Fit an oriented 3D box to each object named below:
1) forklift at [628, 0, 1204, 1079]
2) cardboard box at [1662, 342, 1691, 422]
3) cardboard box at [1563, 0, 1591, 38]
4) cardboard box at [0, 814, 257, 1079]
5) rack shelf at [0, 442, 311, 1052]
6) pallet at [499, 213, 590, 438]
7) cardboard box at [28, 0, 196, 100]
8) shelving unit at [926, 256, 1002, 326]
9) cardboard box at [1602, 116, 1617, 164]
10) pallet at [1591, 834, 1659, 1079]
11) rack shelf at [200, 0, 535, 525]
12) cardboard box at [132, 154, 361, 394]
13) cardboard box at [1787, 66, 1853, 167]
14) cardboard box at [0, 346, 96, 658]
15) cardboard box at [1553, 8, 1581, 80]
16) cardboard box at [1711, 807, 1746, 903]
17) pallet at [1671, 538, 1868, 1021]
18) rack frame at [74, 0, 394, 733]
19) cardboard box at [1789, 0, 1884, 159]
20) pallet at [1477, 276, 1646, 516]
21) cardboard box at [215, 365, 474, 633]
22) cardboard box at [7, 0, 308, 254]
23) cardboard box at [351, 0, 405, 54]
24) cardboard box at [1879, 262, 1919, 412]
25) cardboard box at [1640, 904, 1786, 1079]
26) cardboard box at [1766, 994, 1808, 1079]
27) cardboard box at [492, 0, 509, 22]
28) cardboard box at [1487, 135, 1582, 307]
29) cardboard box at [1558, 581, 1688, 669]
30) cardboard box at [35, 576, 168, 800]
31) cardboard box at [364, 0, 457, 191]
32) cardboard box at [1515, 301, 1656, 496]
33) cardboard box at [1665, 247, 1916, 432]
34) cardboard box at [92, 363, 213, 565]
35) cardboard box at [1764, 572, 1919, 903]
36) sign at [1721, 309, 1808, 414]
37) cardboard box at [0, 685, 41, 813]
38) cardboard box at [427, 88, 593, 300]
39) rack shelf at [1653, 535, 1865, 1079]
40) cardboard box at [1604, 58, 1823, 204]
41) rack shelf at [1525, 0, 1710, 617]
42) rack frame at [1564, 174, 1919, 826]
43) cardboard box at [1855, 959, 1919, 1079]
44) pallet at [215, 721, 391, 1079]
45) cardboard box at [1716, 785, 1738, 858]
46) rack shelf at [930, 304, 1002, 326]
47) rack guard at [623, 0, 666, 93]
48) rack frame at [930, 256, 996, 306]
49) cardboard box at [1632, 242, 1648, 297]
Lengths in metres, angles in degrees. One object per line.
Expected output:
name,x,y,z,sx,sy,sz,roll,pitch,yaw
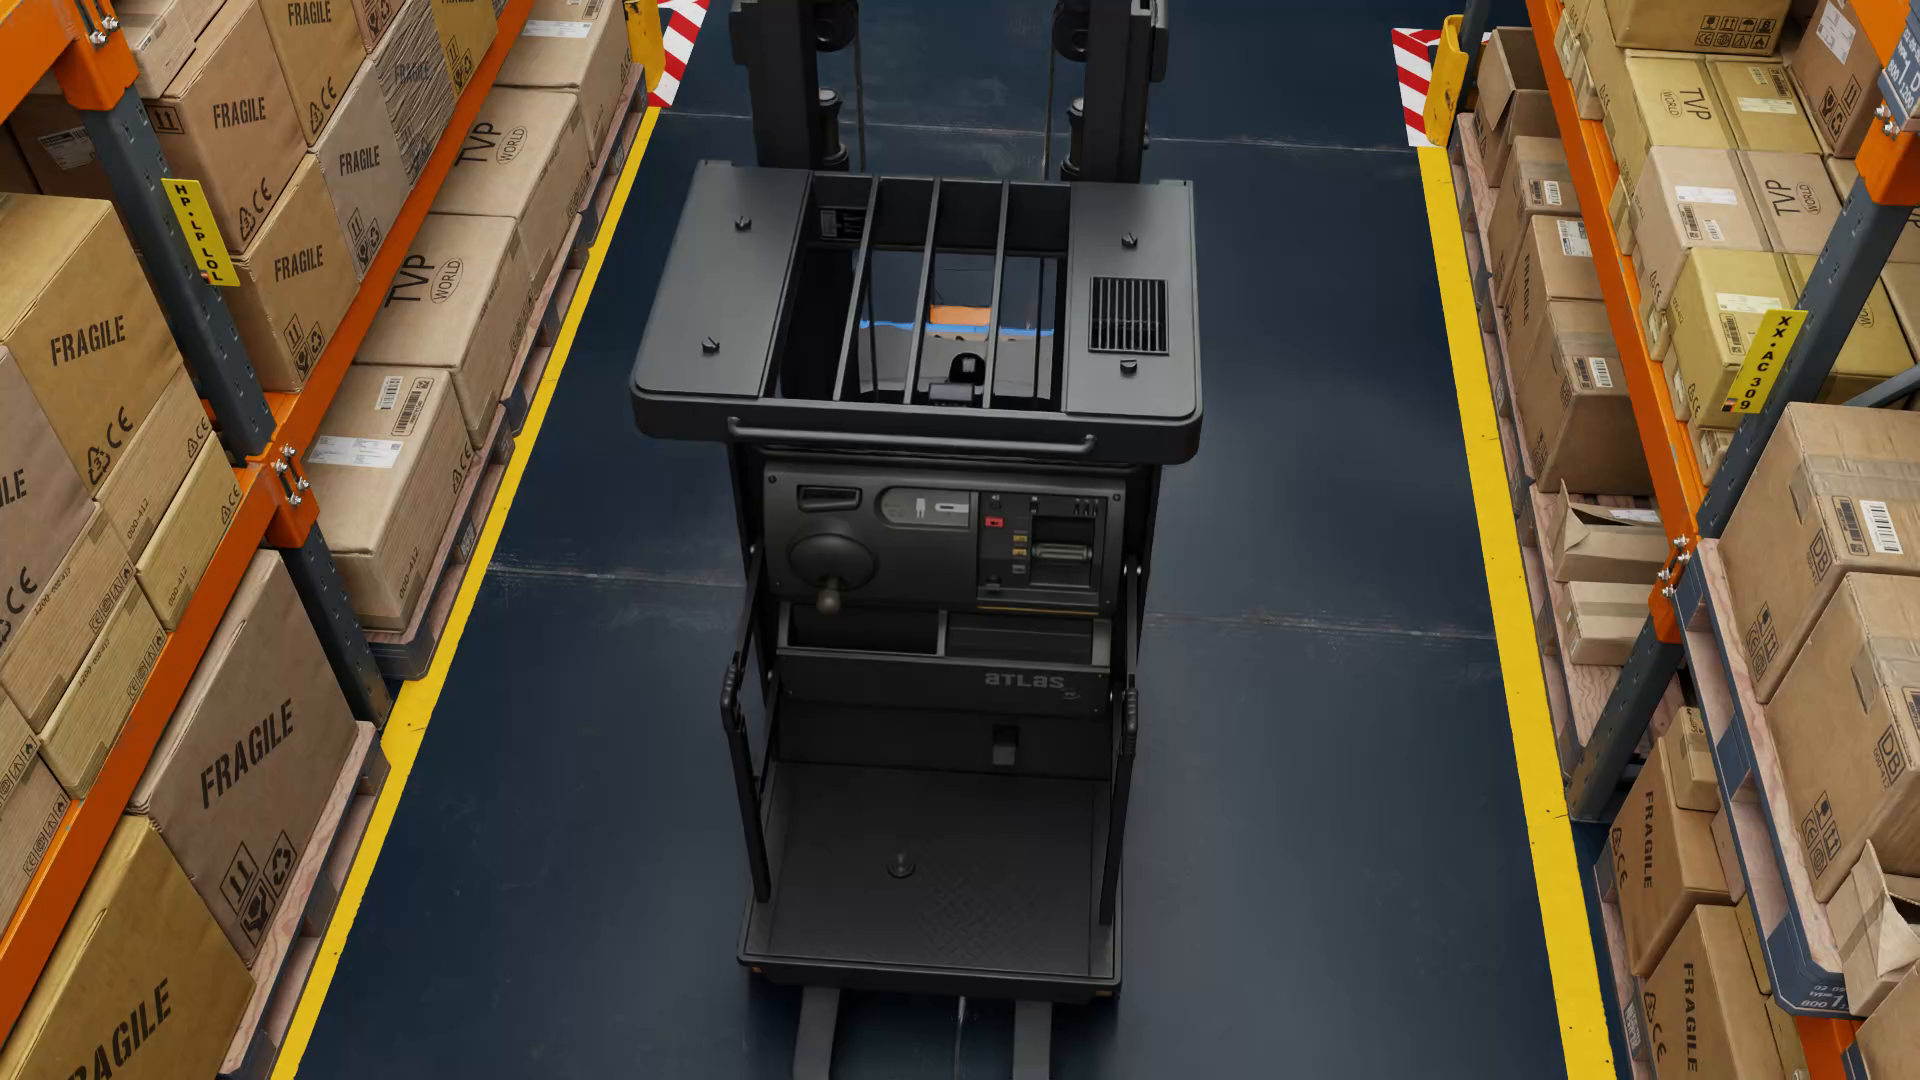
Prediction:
forklift,-0.057,0.113,4.160,1.130,2.935,3.031,3,48,3
cardboard box,2.268,-0.465,4.813,0.380,0.149,0.250,5,48,5
cardboard box,2.454,-2.037,5.980,0.500,0.250,0.500,3,48,3
cardboard box,-2.507,1.264,4.217,0.875,0.875,0.875,5,48,5
rack shelf,-2.638,1.275,3.538,1.077,0.370,4.000,4,48,4
pallet,-2.200,-0.948,6.974,1.003,0.211,1.213,4,48,4
cardboard box,-2.168,-1.242,4.168,0.380,0.149,0.250,3,48,3
shelving unit,0.008,-0.492,5.887,0.258,1.200,0.189,3,48,3
cardboard box,2.424,-1.405,5.673,0.380,0.149,0.250,4,48,3
pallet,2.451,1.435,4.794,1.003,0.211,1.213,4,48,4
rack shelf,-2.273,-1.664,6.227,1.077,0.370,4.000,4,48,4
cardboard box,-2.152,-0.798,4.879,0.500,0.500,0.500,5,48,5
cardboard box,2.890,-1.250,5.260,0.500,0.250,0.500,5,48,4
cardboard box,-2.286,-0.082,3.547,0.500,0.500,0.500,5,48,4
cardboard box,2.382,-1.794,6.028,0.380,0.149,0.250,3,48,2
cardboard box,2.242,0.831,4.427,0.380,0.149,0.250,3,48,2
pallet,2.306,0.539,3.855,1.003,0.211,1.213,4,48,4
rack frame,-2.455,-0.437,4.617,1.000,3.000,0.127,4,48,4
cardboard box,2.889,-1.485,4.967,0.500,0.500,0.500,3,48,2
pallet,2.660,-0.568,6.627,1.003,0.211,1.213,4,48,4
cardboard box,-2.291,-0.168,5.823,0.875,0.438,0.875,3,48,3
cardboard box,-2.171,-1.142,4.516,0.500,0.500,0.500,4,48,4
cardboard box,-2.061,-1.888,5.199,0.500,0.500,0.500,5,48,4
cardboard box,2.802,-0.502,4.576,0.500,0.250,0.500,3,48,3
cardboard box,2.181,1.328,4.412,0.500,0.500,0.500,3,48,3
cardboard box,2.219,1.223,4.068,0.380,0.149,0.250,3,48,3
cardboard box,-1.969,-2.291,6.245,0.500,0.500,0.500,5,48,5
cardboard box,2.586,-1.275,6.793,0.700,0.500,0.500,6,48,5
cardboard box,2.246,0.285,5.604,0.380,0.149,0.250,3,48,2
cardboard box,-2.293,0.334,4.013,0.500,0.250,0.500,3,48,3
cardboard box,-2.050,-1.533,5.551,0.500,0.500,0.500,4,48,4
cardboard box,2.491,-0.512,6.095,0.700,0.500,0.500,2,48,2
cardboard box,2.291,-0.546,4.617,0.500,0.250,0.500,5,48,5
cardboard box,-2.254,-0.215,4.177,0.500,0.250,0.500,4,48,3
cardboard box,2.174,0.440,3.463,0.700,0.500,0.500,4,48,4
sign,1.947,-0.429,4.023,0.100,0.325,0.005,4,48,4
cardboard box,-2.333,0.534,3.492,0.500,0.250,0.500,5,48,4
cardboard box,-2.127,-1.489,7.030,0.875,0.438,0.875,5,48,5
rack shelf,2.306,1.607,3.235,1.077,0.370,4.000,4,48,4
cardboard box,2.381,-1.281,5.289,0.500,0.250,0.500,4,48,3
rack shelf,2.670,-1.333,5.924,1.077,0.370,4.000,4,48,4
rack frame,2.488,-0.106,4.314,1.000,3.000,0.127,4,48,4
cardboard box,2.102,1.016,2.935,0.700,0.500,0.500,4,48,3
pallet,-2.451,1.076,5.123,1.003,0.211,1.213,4,48,4
cardboard box,2.214,0.717,4.330,0.380,0.149,0.250,2,48,2
rack shelf,0.008,-0.705,5.654,0.258,0.103,0.180,3,48,3
rack guard,-2.089,-2.550,8.244,1.175,0.500,0.348,4,48,4
rack frame,0.015,-0.559,5.948,0.240,1.200,0.006,3,48,3
cardboard box,2.318,-0.849,5.164,0.380,0.149,0.250,5,48,5
